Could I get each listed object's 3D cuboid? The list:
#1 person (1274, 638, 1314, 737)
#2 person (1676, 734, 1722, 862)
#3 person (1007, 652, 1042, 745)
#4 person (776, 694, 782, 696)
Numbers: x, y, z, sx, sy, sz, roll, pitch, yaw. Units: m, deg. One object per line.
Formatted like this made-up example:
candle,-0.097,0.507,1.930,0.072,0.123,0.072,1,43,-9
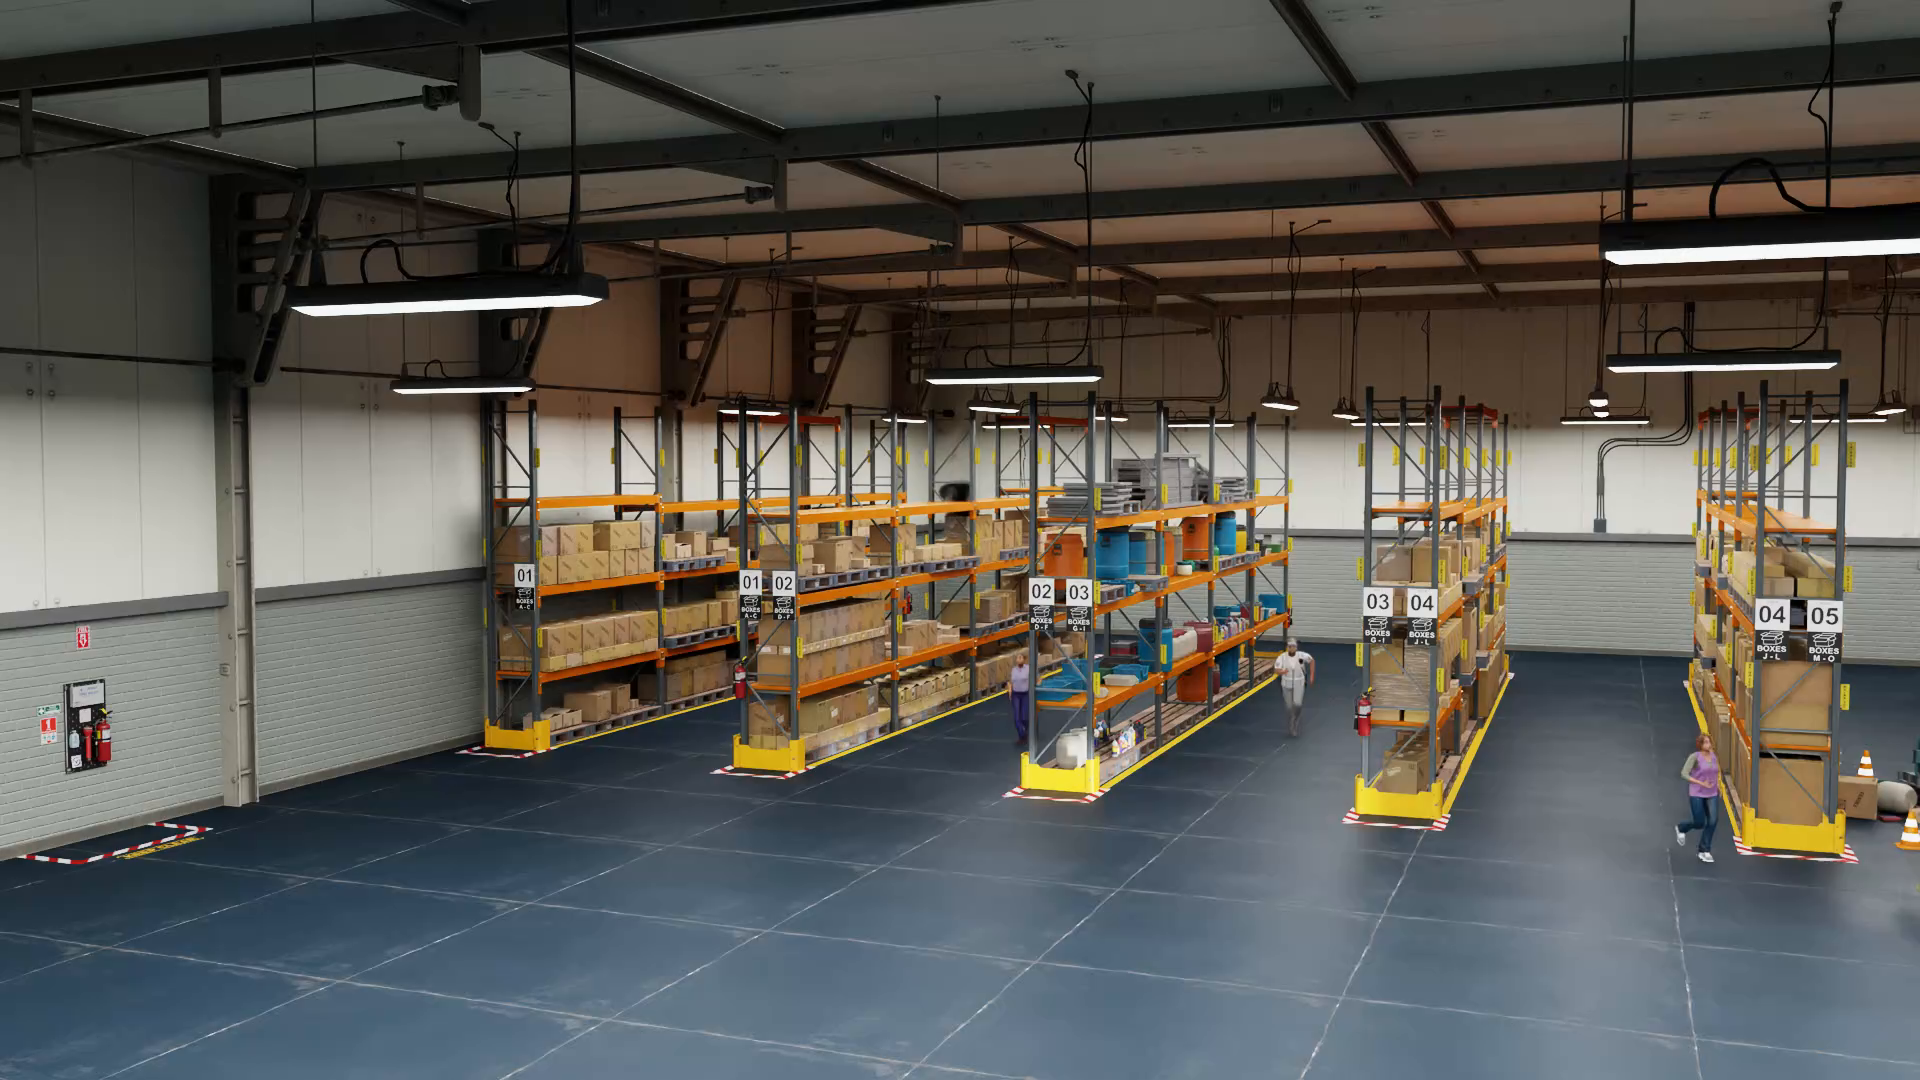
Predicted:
person,6.023,2.651,29.988,0.690,1.795,0.847,1,3,16
person,9.263,3.197,20.804,0.555,1.570,0.675,-1,3,-13
person,1.083,2.780,29.041,0.611,1.602,0.490,1,3,25
person,-3.297,2.652,30.869,0.555,1.681,0.712,1,3,15
